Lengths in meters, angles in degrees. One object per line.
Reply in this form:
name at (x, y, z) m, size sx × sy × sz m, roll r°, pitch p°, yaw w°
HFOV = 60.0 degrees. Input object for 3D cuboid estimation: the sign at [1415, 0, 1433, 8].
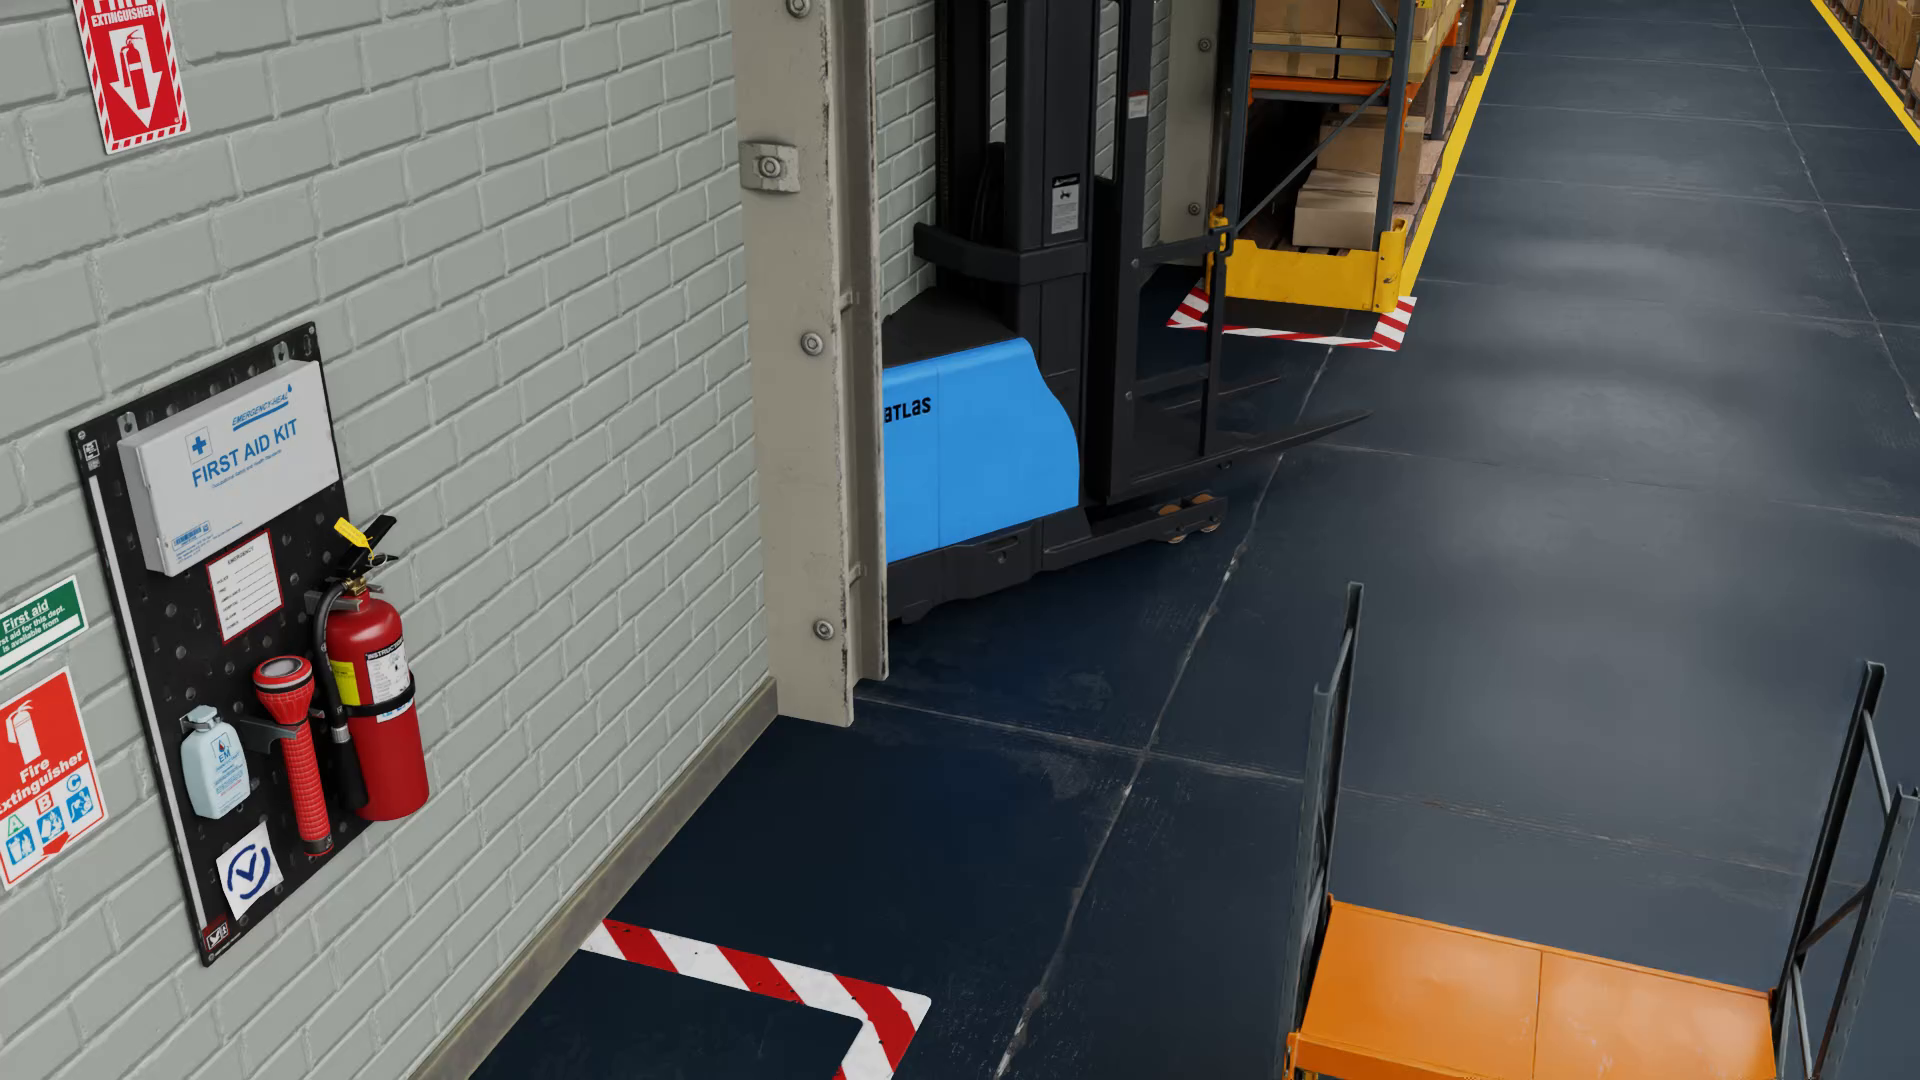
sign at (2.616, -3.154, 9.329) m, size 0.100 × 0.325 × 0.005 m, roll 9°, pitch 27°, yaw 17°

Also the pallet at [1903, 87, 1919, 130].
pallet at (9.128, -3.826, 14.911) m, size 1.003 × 0.211 × 1.213 m, roll 9°, pitch 27°, yaw 17°

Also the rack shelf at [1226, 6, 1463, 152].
rack shelf at (2.770, -3.341, 11.535) m, size 1.077 × 0.370 × 4.000 m, roll 9°, pitch 27°, yaw 17°

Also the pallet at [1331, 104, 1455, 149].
pallet at (3.693, -3.552, 14.344) m, size 1.003 × 0.211 × 1.213 m, roll 9°, pitch 27°, yaw 17°

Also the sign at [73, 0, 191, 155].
sign at (-1.430, -0.835, 2.873) m, size 0.001 × 0.298 × 0.199 m, roll 9°, pitch 27°, yaw 17°

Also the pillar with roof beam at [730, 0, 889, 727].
pillar with roof beam at (3.584, -2.867, 2.844) m, size 9.100 × 9.000 × 0.400 m, roll 9°, pitch 27°, yaw 17°

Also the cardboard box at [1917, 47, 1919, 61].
cardboard box at (8.988, -4.445, 15.019) m, size 0.500 × 0.311 × 0.500 m, roll 10°, pitch 27°, yaw 19°

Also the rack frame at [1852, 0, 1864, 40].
rack frame at (10.770, -7.058, 18.385) m, size 1.000 × 3.000 × 0.127 m, roll 9°, pitch 27°, yaw 17°

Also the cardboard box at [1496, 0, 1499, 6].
cardboard box at (6.004, -6.710, 19.652) m, size 0.750 × 0.750 × 0.750 m, roll 9°, pitch 27°, yaw 18°

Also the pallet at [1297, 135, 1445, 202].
pallet at (3.245, -2.951, 13.103) m, size 1.003 × 0.211 × 1.213 m, roll 9°, pitch 27°, yaw 17°

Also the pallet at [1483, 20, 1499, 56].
pallet at (5.507, -5.689, 18.757) m, size 1.003 × 0.211 × 1.213 m, roll 9°, pitch 27°, yaw 17°

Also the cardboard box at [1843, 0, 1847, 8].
cardboard box at (10.760, -6.411, 19.815) m, size 0.380 × 0.149 × 0.250 m, roll 9°, pitch 27°, yaw 17°

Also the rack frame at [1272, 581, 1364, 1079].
rack frame at (0.779, 0.869, 3.733) m, size 0.032 × 1.500 × 0.500 m, roll 9°, pitch 27°, yaw 18°

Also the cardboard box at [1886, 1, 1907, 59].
cardboard box at (9.701, -5.118, 16.742) m, size 0.500 × 0.500 × 0.500 m, roll 8°, pitch 27°, yaw 16°

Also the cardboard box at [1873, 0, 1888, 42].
cardboard box at (10.039, -5.542, 17.618) m, size 0.500 × 0.500 × 0.500 m, roll 9°, pitch 27°, yaw 18°

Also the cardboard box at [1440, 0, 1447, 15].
cardboard box at (2.898, -3.688, 10.714) m, size 0.500 × 0.500 × 0.500 m, roll 8°, pitch 27°, yaw 16°

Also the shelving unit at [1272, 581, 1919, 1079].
shelving unit at (1.248, 0.944, 3.580) m, size 1.083 × 1.500 × 0.587 m, roll 9°, pitch 27°, yaw 18°

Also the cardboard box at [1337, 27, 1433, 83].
cardboard box at (2.566, -2.939, 10.028) m, size 0.500 × 0.250 × 0.500 m, roll 8°, pitch 27°, yaw 16°

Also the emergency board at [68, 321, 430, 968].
emergency board at (-1.334, 0.219, 3.355) m, size 0.194 × 1.169 × 0.643 m, roll 9°, pitch 27°, yaw 17°

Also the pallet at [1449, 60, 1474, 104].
pallet at (4.505, -4.555, 16.415) m, size 1.003 × 0.211 × 1.213 m, roll 9°, pitch 27°, yaw 17°

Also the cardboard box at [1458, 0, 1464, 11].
cardboard box at (3.564, -4.190, 12.611) m, size 0.500 × 0.250 × 0.500 m, roll 9°, pitch 27°, yaw 18°

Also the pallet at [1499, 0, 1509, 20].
pallet at (6.424, -6.821, 21.095) m, size 1.003 × 0.211 × 1.213 m, roll 9°, pitch 27°, yaw 17°

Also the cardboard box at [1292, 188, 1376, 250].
cardboard box at (2.419, -2.102, 10.731) m, size 0.500 × 0.311 × 0.500 m, roll 6°, pitch 26°, yaw 12°

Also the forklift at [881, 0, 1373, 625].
forklift at (0.564, -1.476, 6.934) m, size 3.031 × 2.935 × 1.130 m, roll -17°, pitch 31°, yaw -31°

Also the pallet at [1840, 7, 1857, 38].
pallet at (11.000, -6.085, 19.575) m, size 1.003 × 0.211 × 1.213 m, roll 9°, pitch 27°, yaw 17°

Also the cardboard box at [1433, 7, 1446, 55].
cardboard box at (2.901, -3.363, 10.903) m, size 0.500 × 0.250 × 0.500 m, roll 8°, pitch 27°, yaw 17°

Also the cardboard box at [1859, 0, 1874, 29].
cardboard box at (10.379, -5.967, 18.496) m, size 0.500 × 0.500 × 0.500 m, roll 8°, pitch 27°, yaw 15°

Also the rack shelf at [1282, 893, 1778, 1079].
rack shelf at (1.257, 1.107, 3.655) m, size 1.000 × 0.185 × 0.538 m, roll 9°, pitch 27°, yaw 18°

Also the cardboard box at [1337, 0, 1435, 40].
cardboard box at (2.547, -3.275, 9.861) m, size 0.500 × 0.500 × 0.500 m, roll 9°, pitch 27°, yaw 18°

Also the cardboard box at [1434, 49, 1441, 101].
cardboard box at (3.997, -4.288, 15.029) m, size 0.700 × 0.500 × 0.500 m, roll 9°, pitch 27°, yaw 18°

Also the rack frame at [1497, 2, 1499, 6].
rack frame at (6.097, -7.775, 19.866) m, size 1.000 × 3.000 × 0.127 m, roll 9°, pitch 27°, yaw 17°

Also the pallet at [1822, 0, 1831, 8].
pallet at (11.811, -7.087, 21.646) m, size 1.003 × 0.211 × 1.213 m, roll 9°, pitch 27°, yaw 17°

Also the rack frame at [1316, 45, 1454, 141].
rack frame at (3.435, -4.487, 13.076) m, size 1.000 × 3.000 × 0.127 m, roll 9°, pitch 27°, yaw 17°

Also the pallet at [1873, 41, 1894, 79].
pallet at (10.131, -4.960, 17.252) m, size 1.003 × 0.211 × 1.213 m, roll 9°, pitch 27°, yaw 17°

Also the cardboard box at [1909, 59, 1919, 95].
cardboard box at (8.988, -4.193, 15.141) m, size 0.500 × 0.250 × 0.500 m, roll 9°, pitch 27°, yaw 17°

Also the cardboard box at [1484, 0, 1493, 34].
cardboard box at (5.432, -5.995, 18.174) m, size 0.750 × 0.750 × 0.750 m, roll 9°, pitch 27°, yaw 17°

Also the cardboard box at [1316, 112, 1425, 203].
cardboard box at (2.900, -2.716, 11.781) m, size 0.700 × 0.500 × 0.500 m, roll 7°, pitch 27°, yaw 14°

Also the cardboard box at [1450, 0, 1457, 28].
cardboard box at (3.237, -3.778, 11.759) m, size 0.500 × 0.250 × 0.500 m, roll 9°, pitch 27°, yaw 17°

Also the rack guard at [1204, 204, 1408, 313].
rack guard at (2.130, -1.750, 10.290) m, size 1.175 × 0.500 × 0.348 m, roll 9°, pitch 27°, yaw 17°
